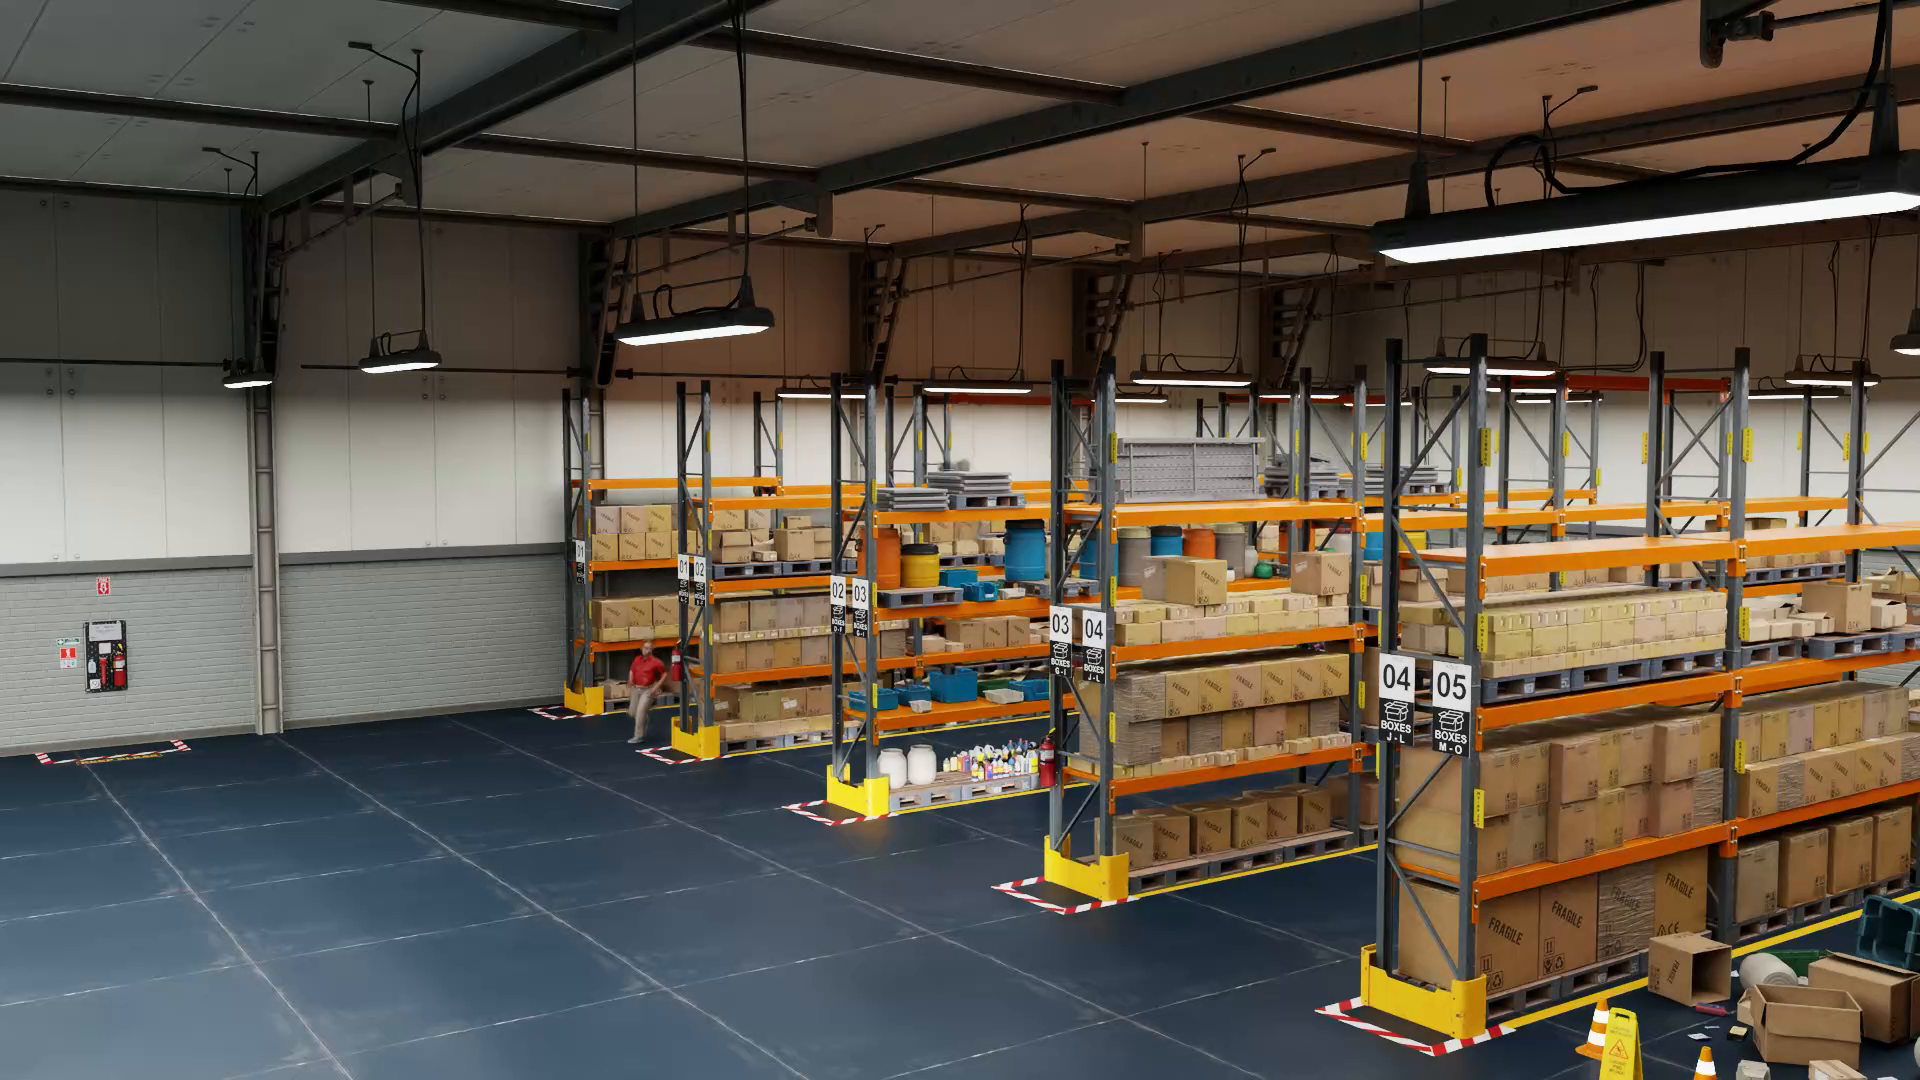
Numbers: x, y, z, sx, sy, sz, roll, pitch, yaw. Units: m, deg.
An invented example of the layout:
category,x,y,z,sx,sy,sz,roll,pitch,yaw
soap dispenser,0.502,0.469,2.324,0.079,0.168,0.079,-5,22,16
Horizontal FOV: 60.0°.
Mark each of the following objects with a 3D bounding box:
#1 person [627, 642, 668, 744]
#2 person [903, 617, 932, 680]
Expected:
category,x,y,z,sx,sy,sz,roll,pitch,yaw
person,-5.230,2.536,27.839,0.699,1.682,0.725,1,4,19
person,-0.948,2.030,31.366,0.835,1.829,0.672,-3,5,-43
